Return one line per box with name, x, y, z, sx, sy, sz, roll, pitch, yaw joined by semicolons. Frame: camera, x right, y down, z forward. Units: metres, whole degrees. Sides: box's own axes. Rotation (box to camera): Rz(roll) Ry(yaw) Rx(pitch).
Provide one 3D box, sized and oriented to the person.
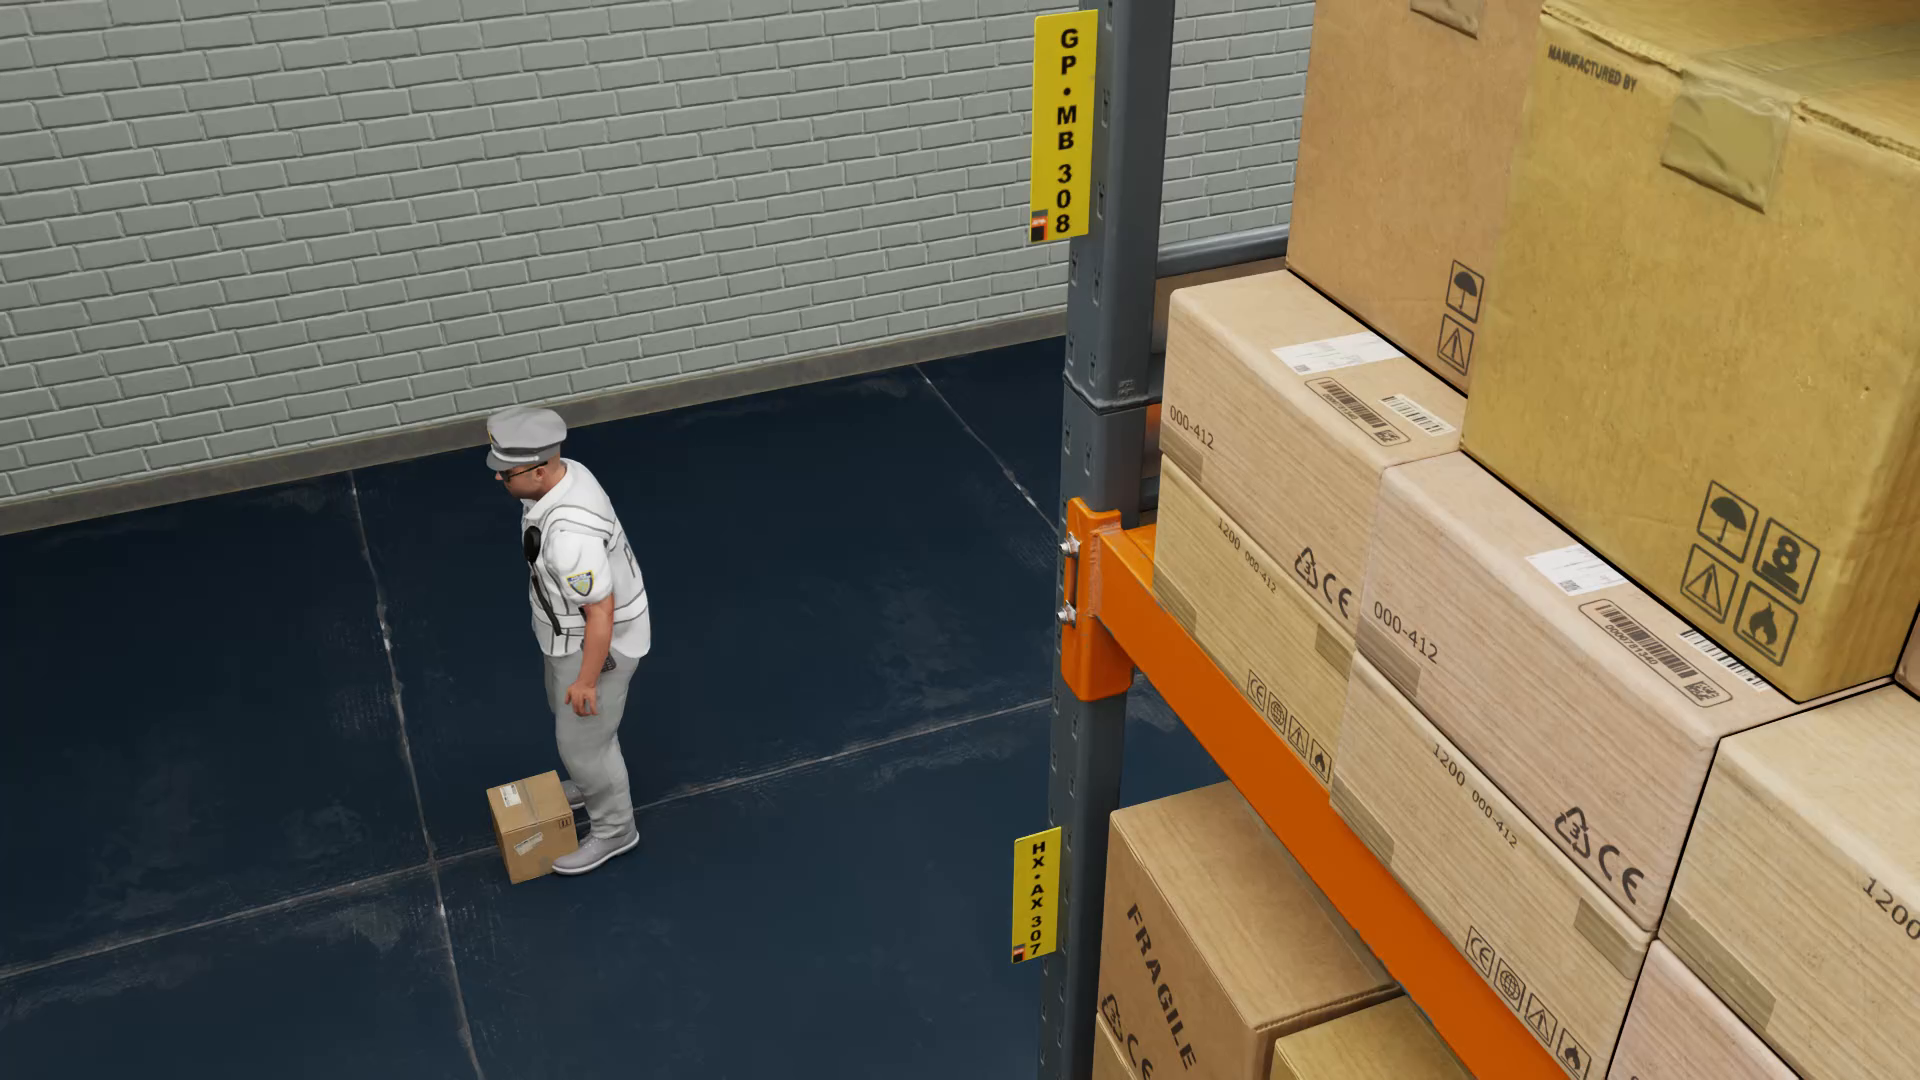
person;-1.290;0.333;5.625;0.468;1.748;0.586;-13;35;-19
